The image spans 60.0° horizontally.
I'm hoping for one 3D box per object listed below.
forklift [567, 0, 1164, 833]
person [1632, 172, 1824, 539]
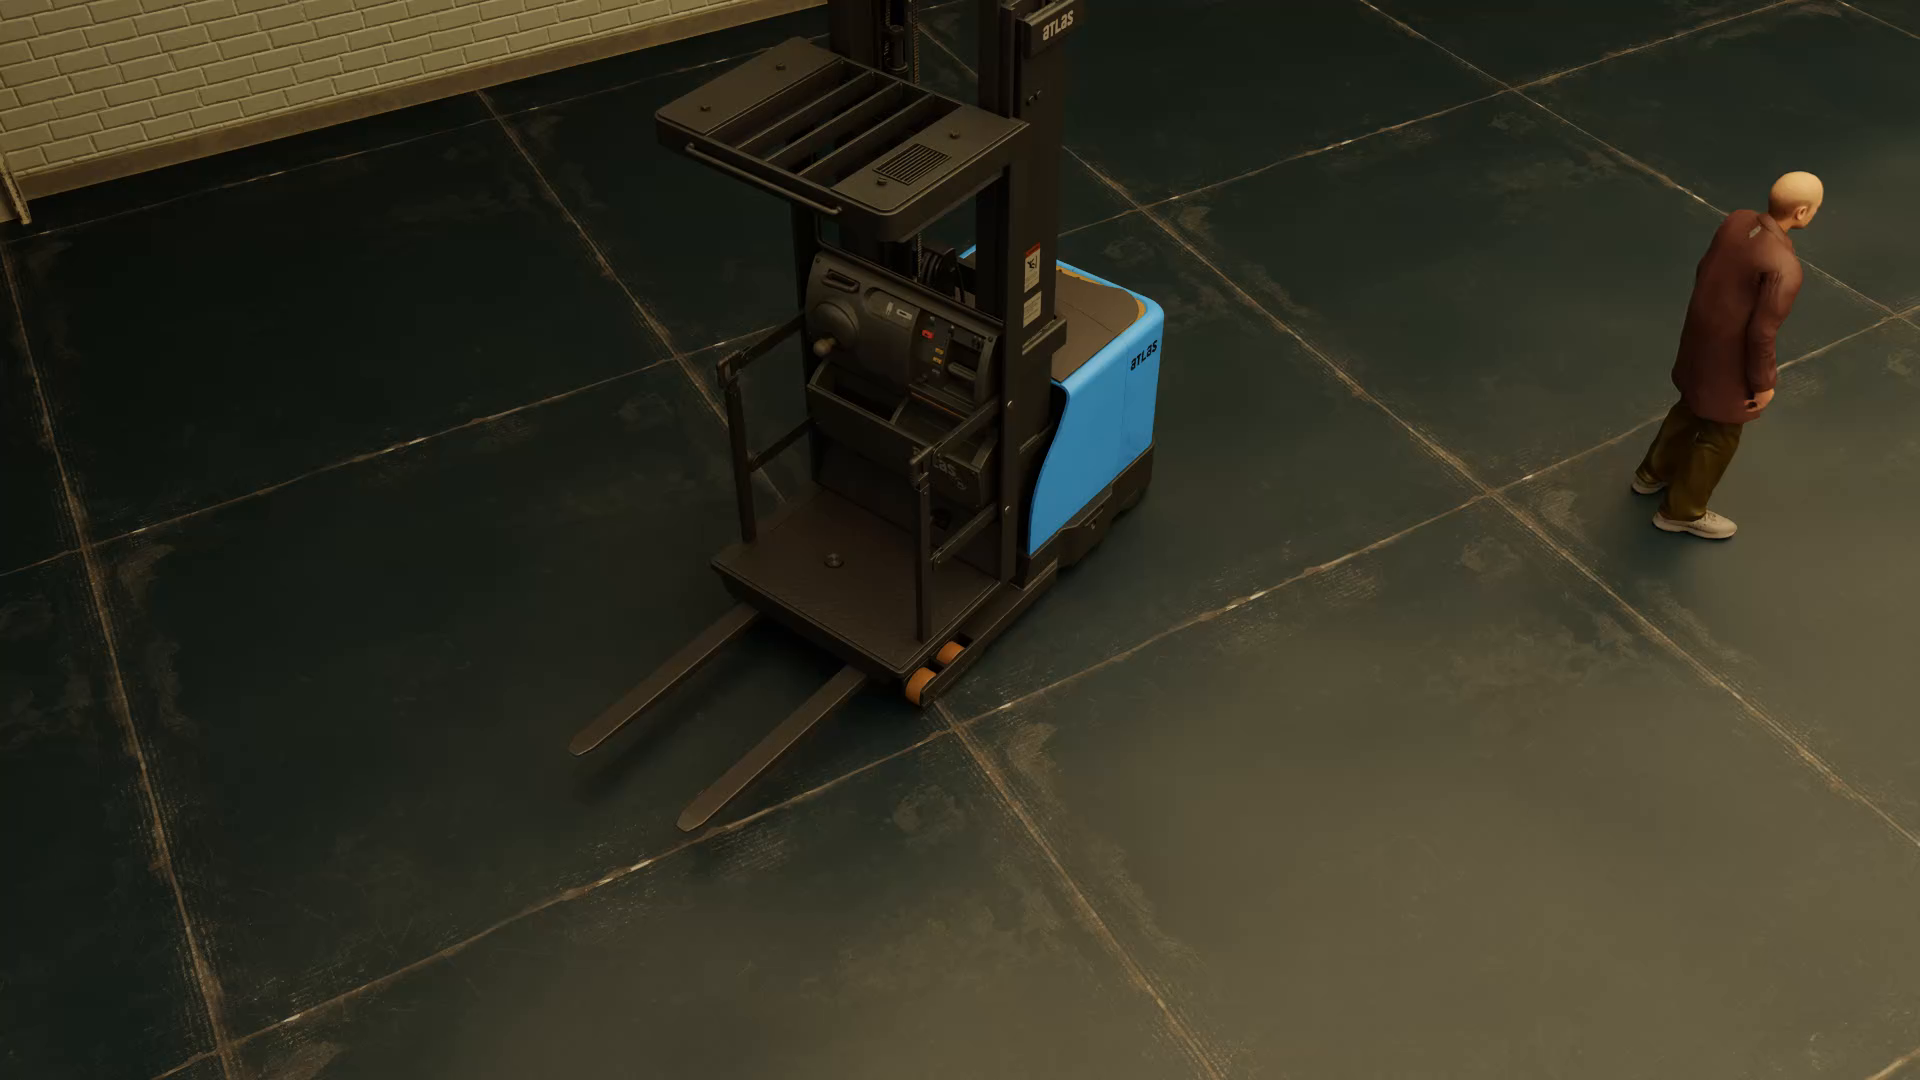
[{"bbox_3d":[-0.375,-0.749,6.505,1.130,2.935,3.031,28,50,27],"label":"forklift"},{"bbox_3d":[3.446,-0.844,7.459,0.424,1.774,0.656,-3,43,-4],"label":"person"}]
